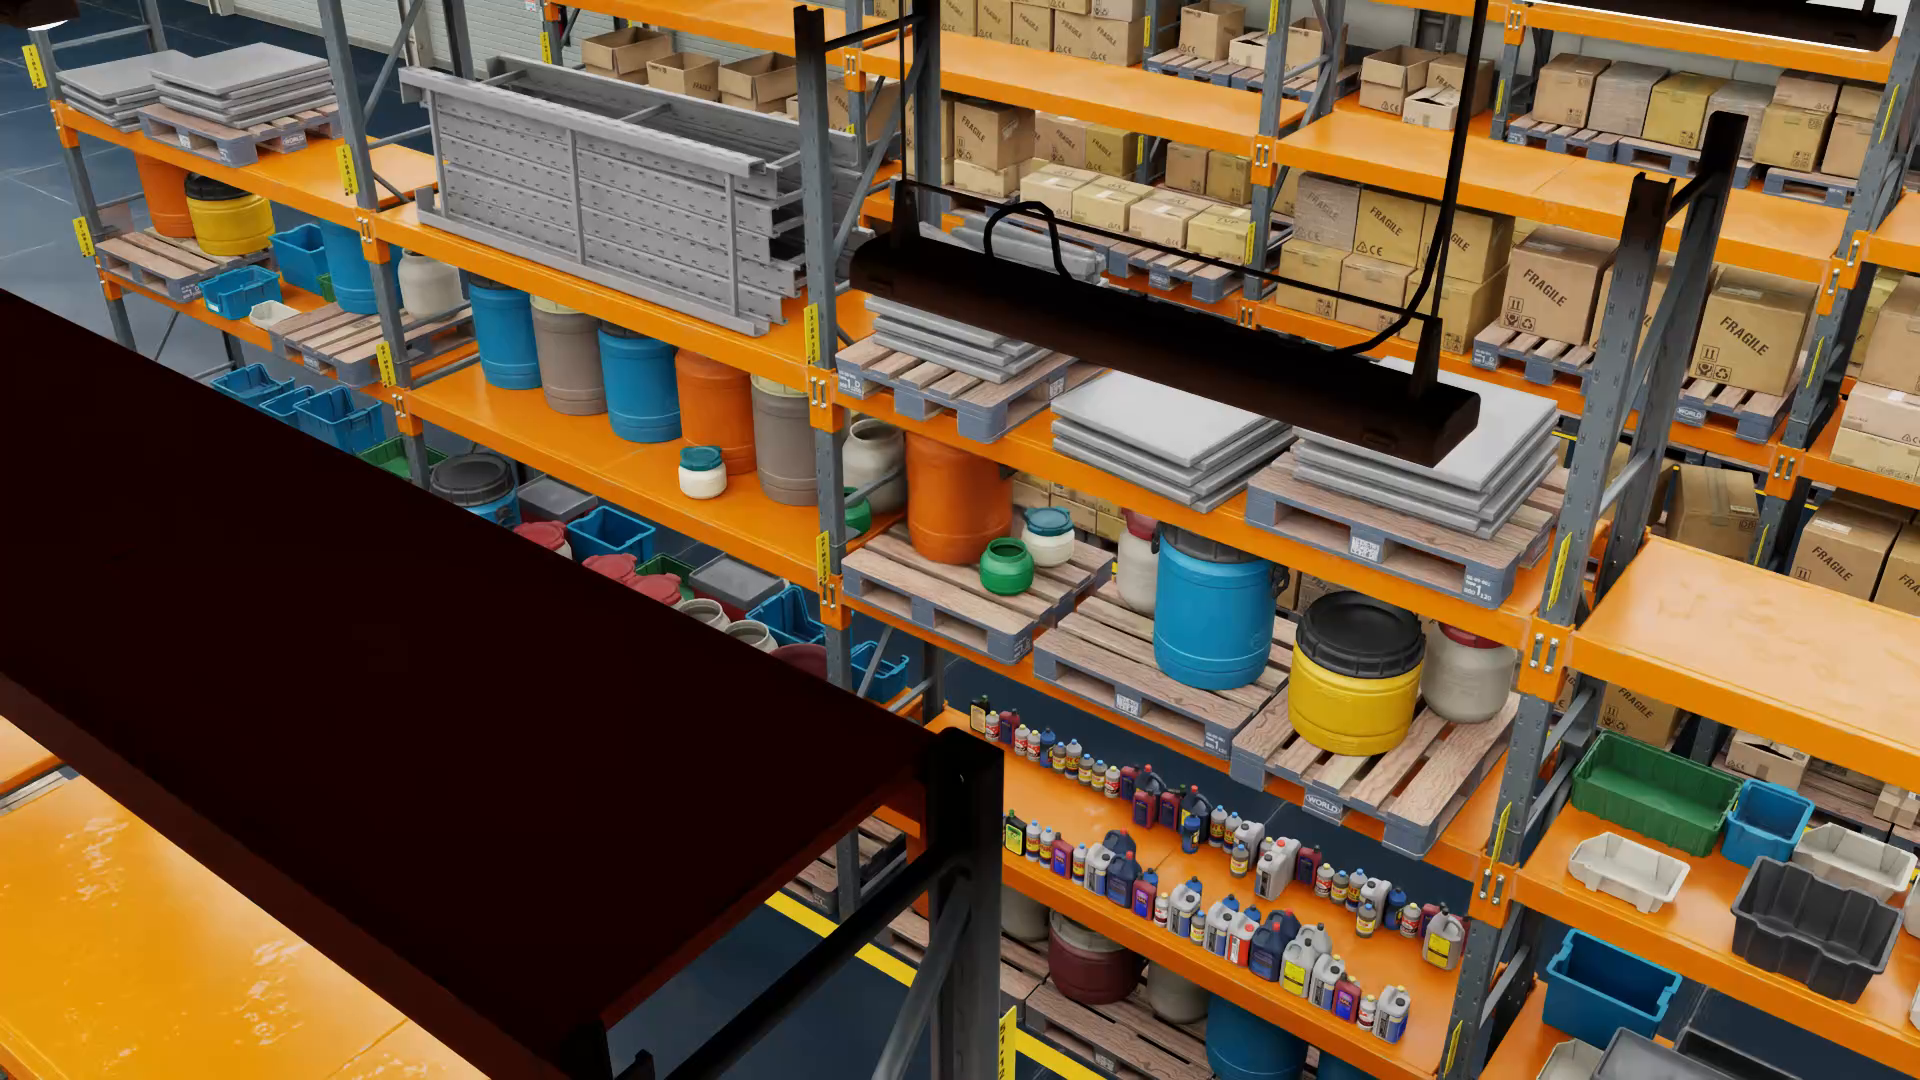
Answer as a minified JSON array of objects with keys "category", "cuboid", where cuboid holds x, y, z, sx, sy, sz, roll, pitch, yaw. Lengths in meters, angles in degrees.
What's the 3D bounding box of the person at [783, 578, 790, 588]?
[{"category":"person","cuboid":[-1.560,0.337,12.768,0.747,1.568,0.609,16,35,24]}]
